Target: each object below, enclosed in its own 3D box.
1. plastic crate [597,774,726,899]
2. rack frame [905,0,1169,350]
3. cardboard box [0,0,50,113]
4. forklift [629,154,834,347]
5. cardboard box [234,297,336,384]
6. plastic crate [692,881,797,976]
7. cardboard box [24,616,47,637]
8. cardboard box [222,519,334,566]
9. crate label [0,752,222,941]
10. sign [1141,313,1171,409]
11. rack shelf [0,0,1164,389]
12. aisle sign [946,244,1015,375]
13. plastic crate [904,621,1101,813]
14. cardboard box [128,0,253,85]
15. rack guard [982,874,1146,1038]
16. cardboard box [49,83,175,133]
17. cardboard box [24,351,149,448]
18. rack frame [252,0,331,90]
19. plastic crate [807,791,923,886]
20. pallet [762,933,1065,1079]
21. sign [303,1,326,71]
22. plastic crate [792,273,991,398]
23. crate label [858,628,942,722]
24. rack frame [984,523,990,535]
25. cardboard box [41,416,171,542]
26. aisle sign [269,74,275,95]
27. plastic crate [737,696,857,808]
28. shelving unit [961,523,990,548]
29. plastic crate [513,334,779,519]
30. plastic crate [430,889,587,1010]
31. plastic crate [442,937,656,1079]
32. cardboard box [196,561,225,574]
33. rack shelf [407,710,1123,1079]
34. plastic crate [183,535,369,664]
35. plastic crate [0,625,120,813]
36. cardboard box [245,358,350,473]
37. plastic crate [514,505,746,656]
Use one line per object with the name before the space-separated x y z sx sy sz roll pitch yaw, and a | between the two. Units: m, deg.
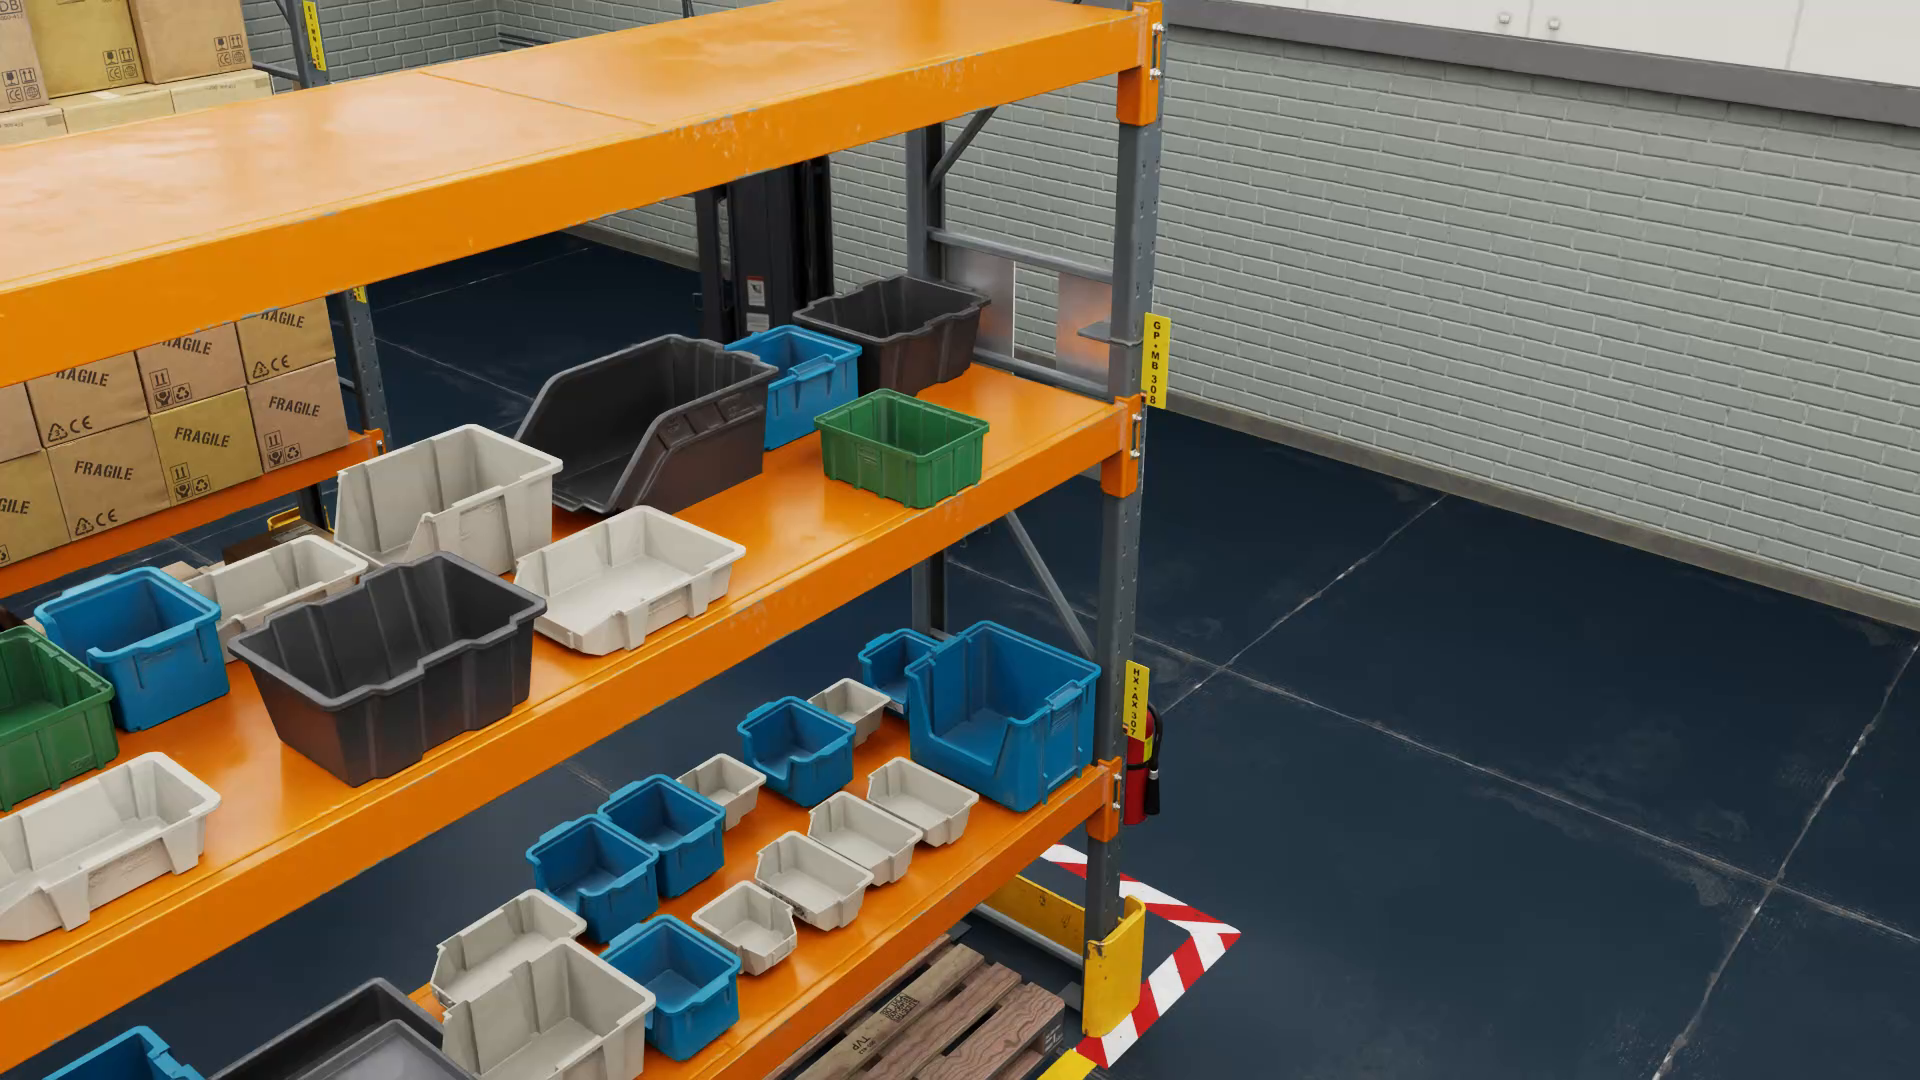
plastic crate | -1.021 1.030 5.742 0.416 0.233 0.300 21 34 34
rack frame | 0.227 -2.140 5.225 1.000 3.000 0.127 21 34 34
cardboard box | -4.526 -2.197 7.403 0.700 0.500 0.500 21 34 34
forklift | -1.598 -1.486 10.564 3.031 2.935 1.130 7 28 13
cardboard box | -3.664 -1.175 8.691 0.500 0.500 0.500 20 34 34
plastic crate | -0.680 1.272 5.380 0.298 0.136 0.250 21 34 34
cardboard box | -4.793 0.566 9.037 0.500 0.250 0.500 21 34 34
cardboard box | -3.748 0.255 9.366 0.500 0.500 0.500 21 34 34
crate label | -1.783 0.639 3.405 0.293 0.136 0.466 21 34 34
sign | 0.662 -0.606 5.638 0.100 0.325 0.005 21 34 34
rack shelf | -1.045 -0.934 4.111 1.077 0.370 4.000 21 34 34
aisle sign | 0.044 -0.742 6.223 0.394 0.787 0.004 21 34 34
plastic crate | 0.158 0.656 6.246 0.616 0.435 0.499 21 34 34
cardboard box | -3.907 -2.558 8.101 0.700 0.500 0.500 21 34 34
rack guard | 0.232 1.623 7.201 1.175 0.500 0.348 21 34 34
cardboard box | -4.040 -1.978 7.795 0.500 0.250 0.500 21 34 34
cardboard box | -4.310 -0.810 7.986 0.500 0.500 0.500 22 34 36
rack frame | -3.593 -3.589 8.026 1.000 3.000 0.127 21 34 34
plastic crate | -0.347 1.056 5.798 0.396 0.136 0.243 21 34 34
pallet | -0.327 2.044 6.701 1.003 0.211 1.213 21 34 34
sign | -3.177 -2.481 8.184 0.100 0.325 0.005 21 34 34
plastic crate | -0.233 -0.695 5.838 0.497 0.269 0.590 21 34 34
crate label | -0.184 0.564 6.645 0.416 0.233 0.303 21 34 34
rack frame | 0.118 -0.530 10.761 0.200 1.050 0.008 20 34 34
cardboard box | -4.316 -0.370 8.224 0.500 0.500 0.500 21 34 35
aisle sign | -3.776 -2.189 9.019 0.394 0.787 0.004 21 34 34
plastic crate | -0.603 0.797 6.193 0.416 0.233 0.300 21 34 34
shelving unit | 0.041 -0.486 10.677 0.215 1.050 0.252 20 34 34
plastic crate | -0.957 -0.319 5.036 0.504 0.338 0.767 21 34 34
plastic crate | -1.441 1.328 5.272 0.293 0.136 0.466 21 34 34
plastic crate | -1.204 1.481 4.818 0.437 0.282 0.530 21 34 34
cardboard box | -4.283 0.275 9.690 0.380 0.166 0.250 21 34 34
rack shelf | -1.045 1.553 5.398 1.077 0.370 4.000 21 34 34
plastic crate | -1.802 0.166 4.320 0.293 0.136 0.466 21 34 34
plastic crate | -2.281 0.466 3.682 0.450 0.188 0.662 21 34 34
cardboard box | -3.667 -0.730 8.920 0.500 0.500 0.500 22 35 36
plastic crate | -0.896 0.115 4.418 0.437 0.136 0.530 21 34 34
